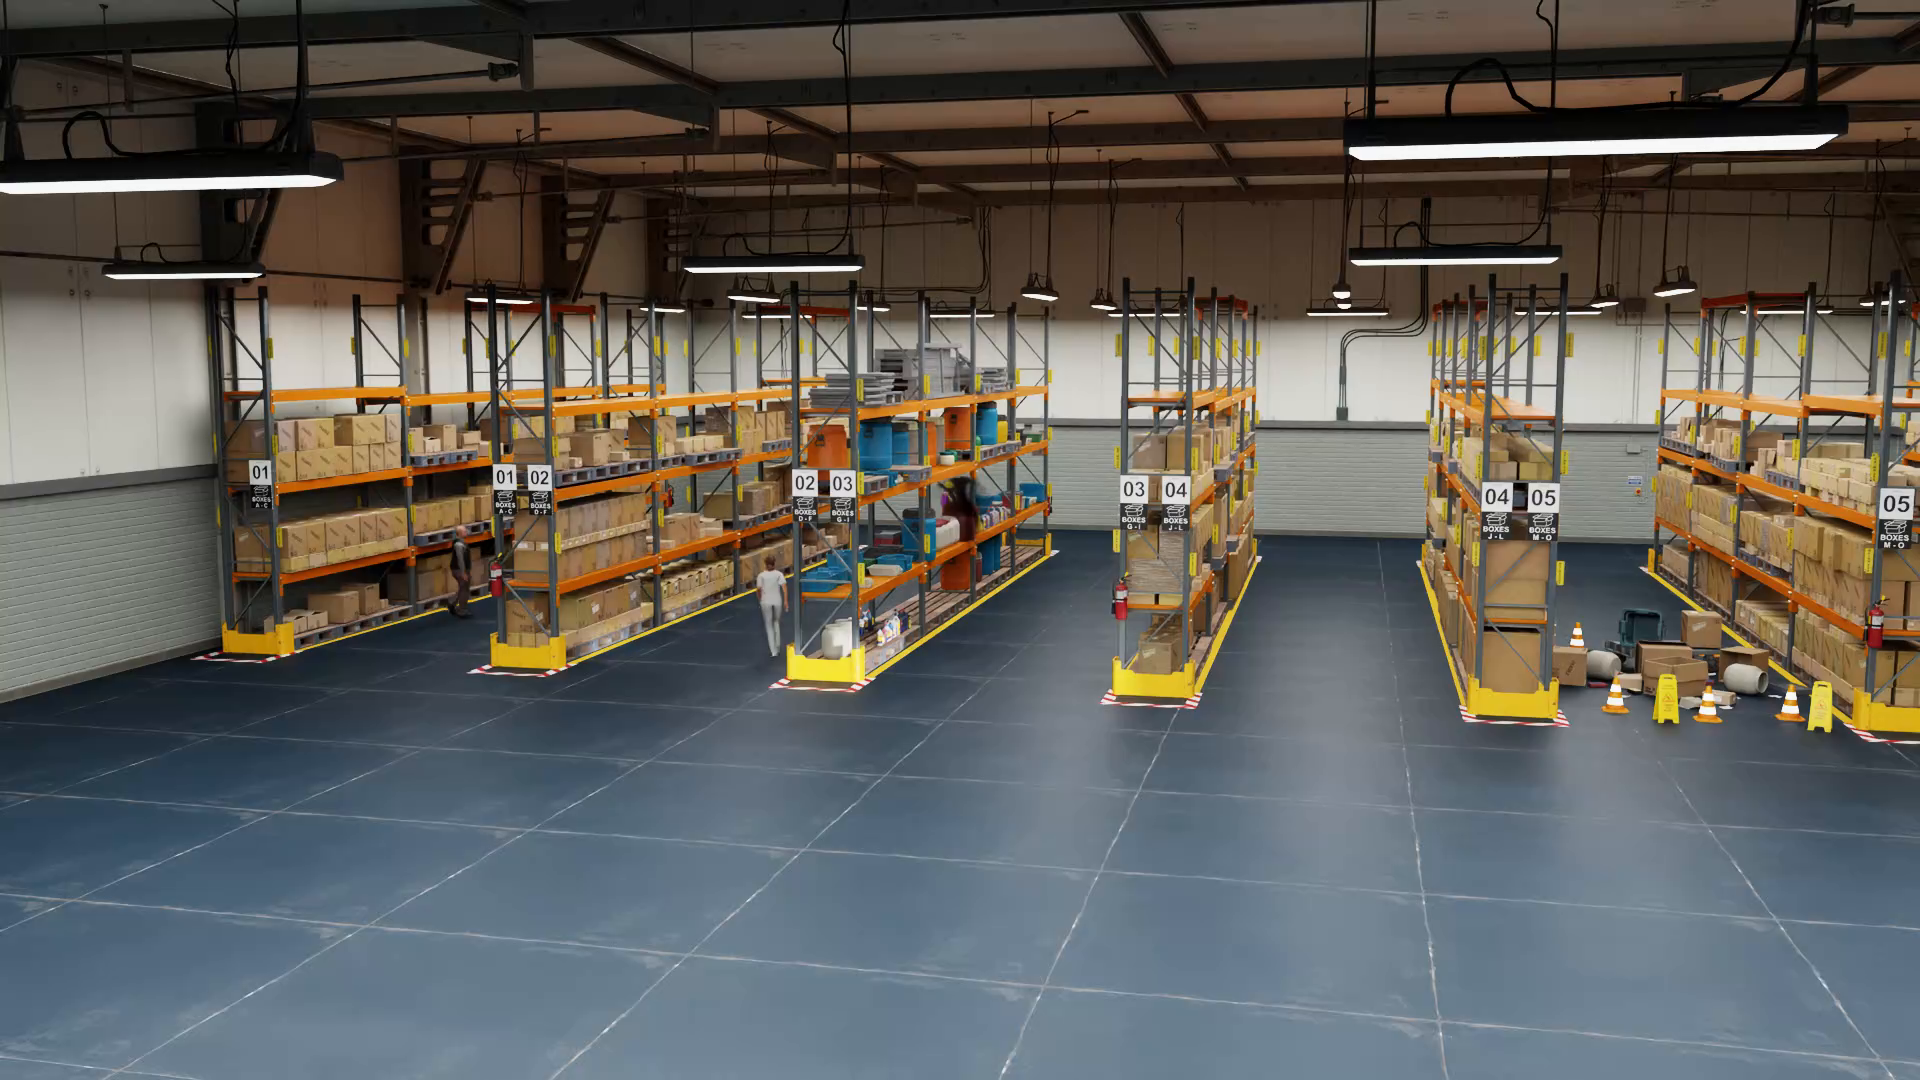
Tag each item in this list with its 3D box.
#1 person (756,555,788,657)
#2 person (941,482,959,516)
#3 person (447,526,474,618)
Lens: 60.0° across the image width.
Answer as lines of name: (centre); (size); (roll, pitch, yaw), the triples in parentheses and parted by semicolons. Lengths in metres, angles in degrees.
person: (-3.091, 1.096, 27.220); (0.499, 1.708, 0.592); (-3, 7, -22)
person: (-0.193, -0.531, 40.638); (0.461, 1.780, 0.611); (4, 8, 33)
person: (-9.298, 0.585, 30.921); (0.481, 1.716, 0.531); (-6, 9, -41)
